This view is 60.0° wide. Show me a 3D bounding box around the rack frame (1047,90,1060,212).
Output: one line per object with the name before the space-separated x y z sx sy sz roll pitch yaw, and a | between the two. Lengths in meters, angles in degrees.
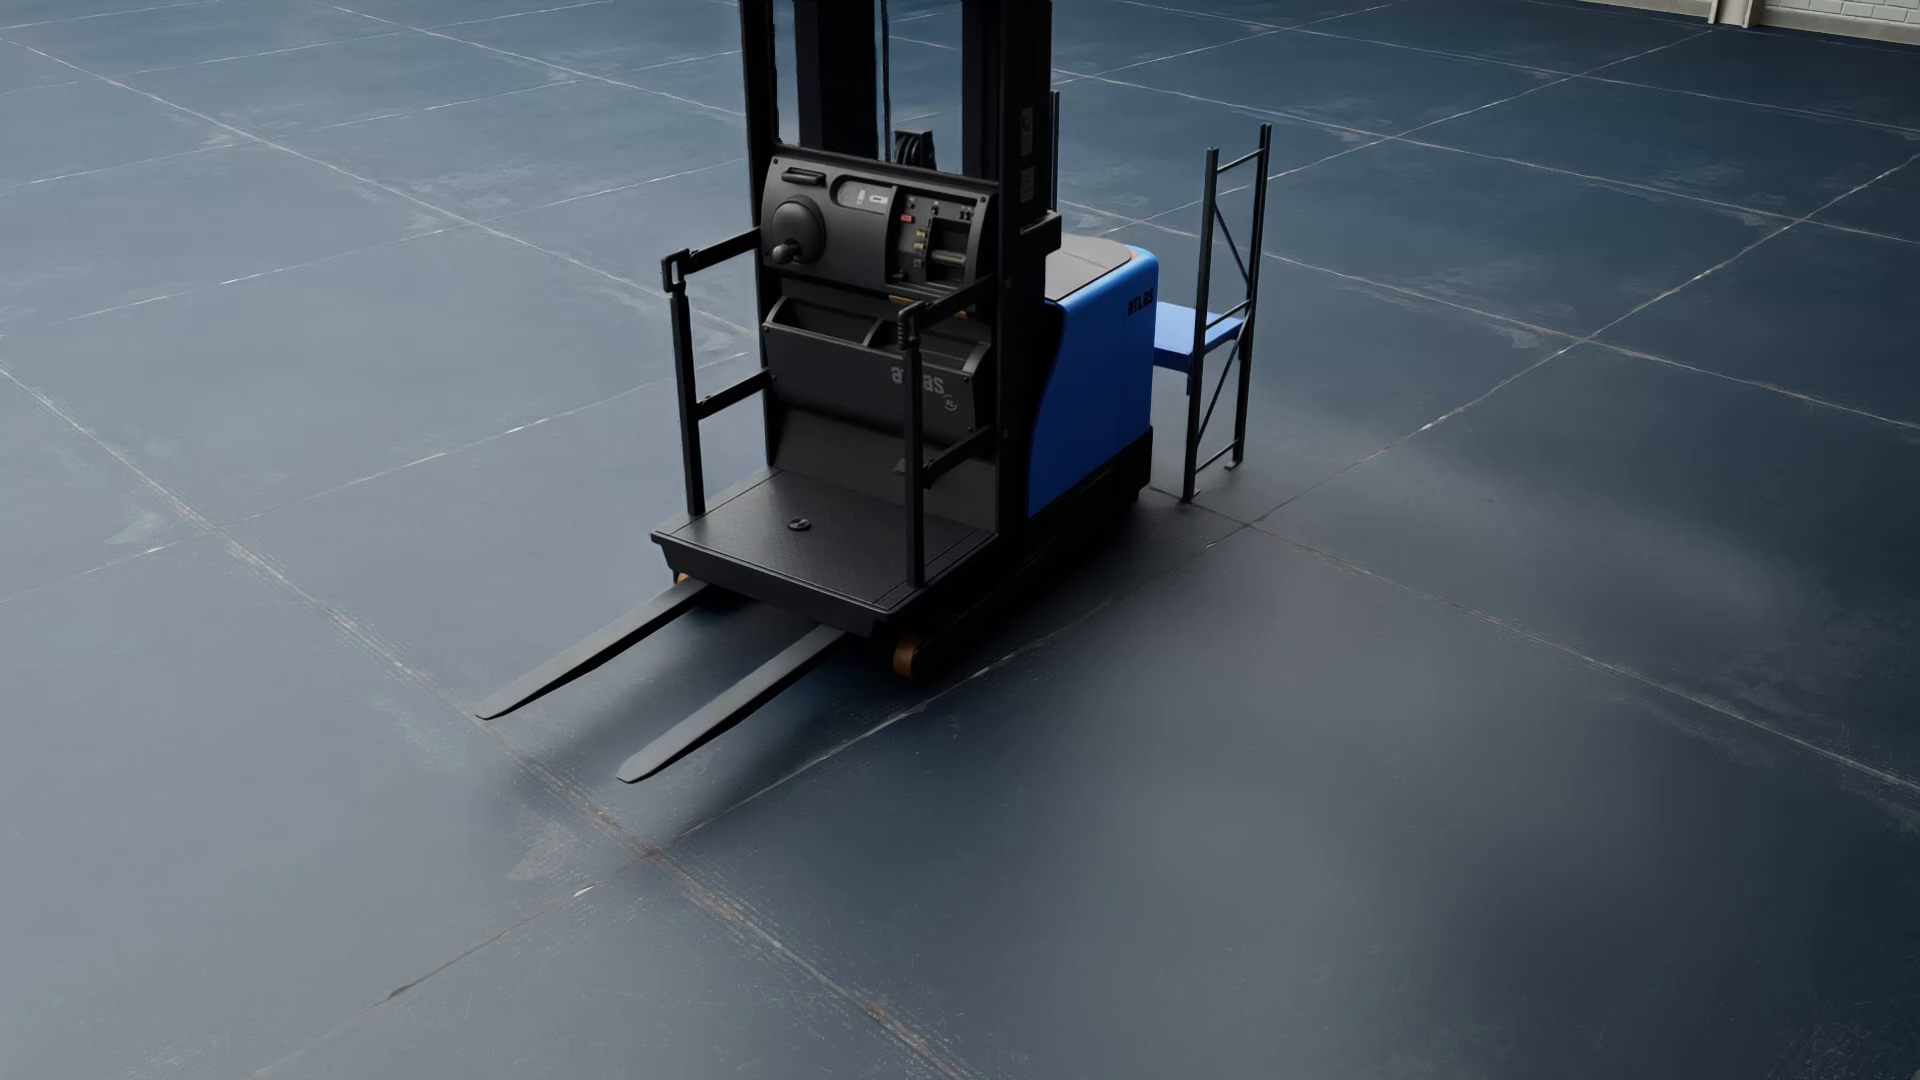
rack frame | 0.278 -1.204 7.429 0.032 1.500 0.500 18 33 31

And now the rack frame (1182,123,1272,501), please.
rack frame | 1.105 -0.929 6.905 0.032 1.500 0.500 18 33 31

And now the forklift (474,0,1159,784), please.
forklift | -0.419 -1.056 5.610 1.130 2.935 3.031 17 32 29

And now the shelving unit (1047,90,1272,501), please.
shelving unit | 0.691 -1.067 7.167 1.048 1.500 0.538 18 33 31

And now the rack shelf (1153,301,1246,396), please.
rack shelf | 0.691 -0.907 7.251 1.000 0.185 0.538 18 33 31

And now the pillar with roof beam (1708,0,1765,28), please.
pillar with roof beam | 4.662 -7.682 11.690 0.400 9.000 9.100 25 36 38
